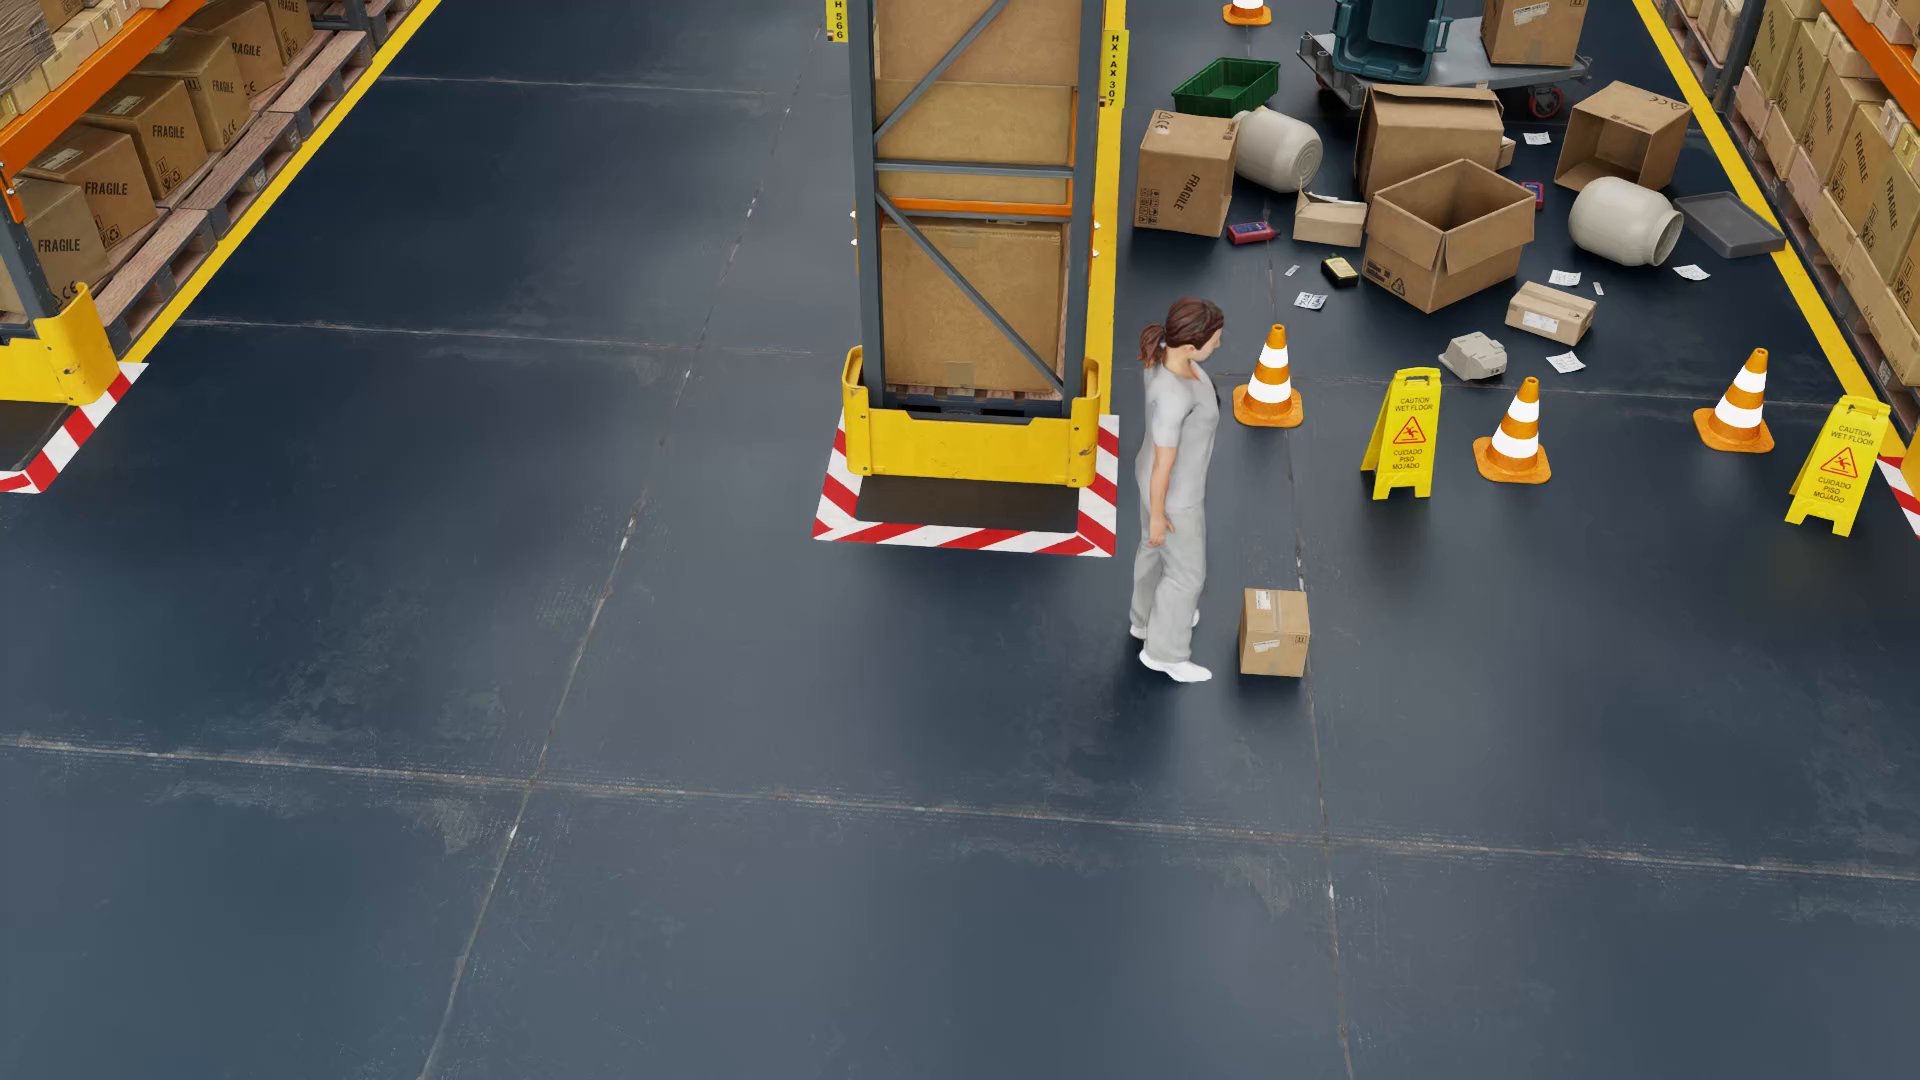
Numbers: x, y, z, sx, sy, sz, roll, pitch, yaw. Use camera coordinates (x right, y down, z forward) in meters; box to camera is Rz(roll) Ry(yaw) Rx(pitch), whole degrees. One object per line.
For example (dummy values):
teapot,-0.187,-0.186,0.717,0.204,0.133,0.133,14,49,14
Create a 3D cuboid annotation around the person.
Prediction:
person,0.827,-0.210,6.410,0.398,1.719,0.516,-1,40,-1
